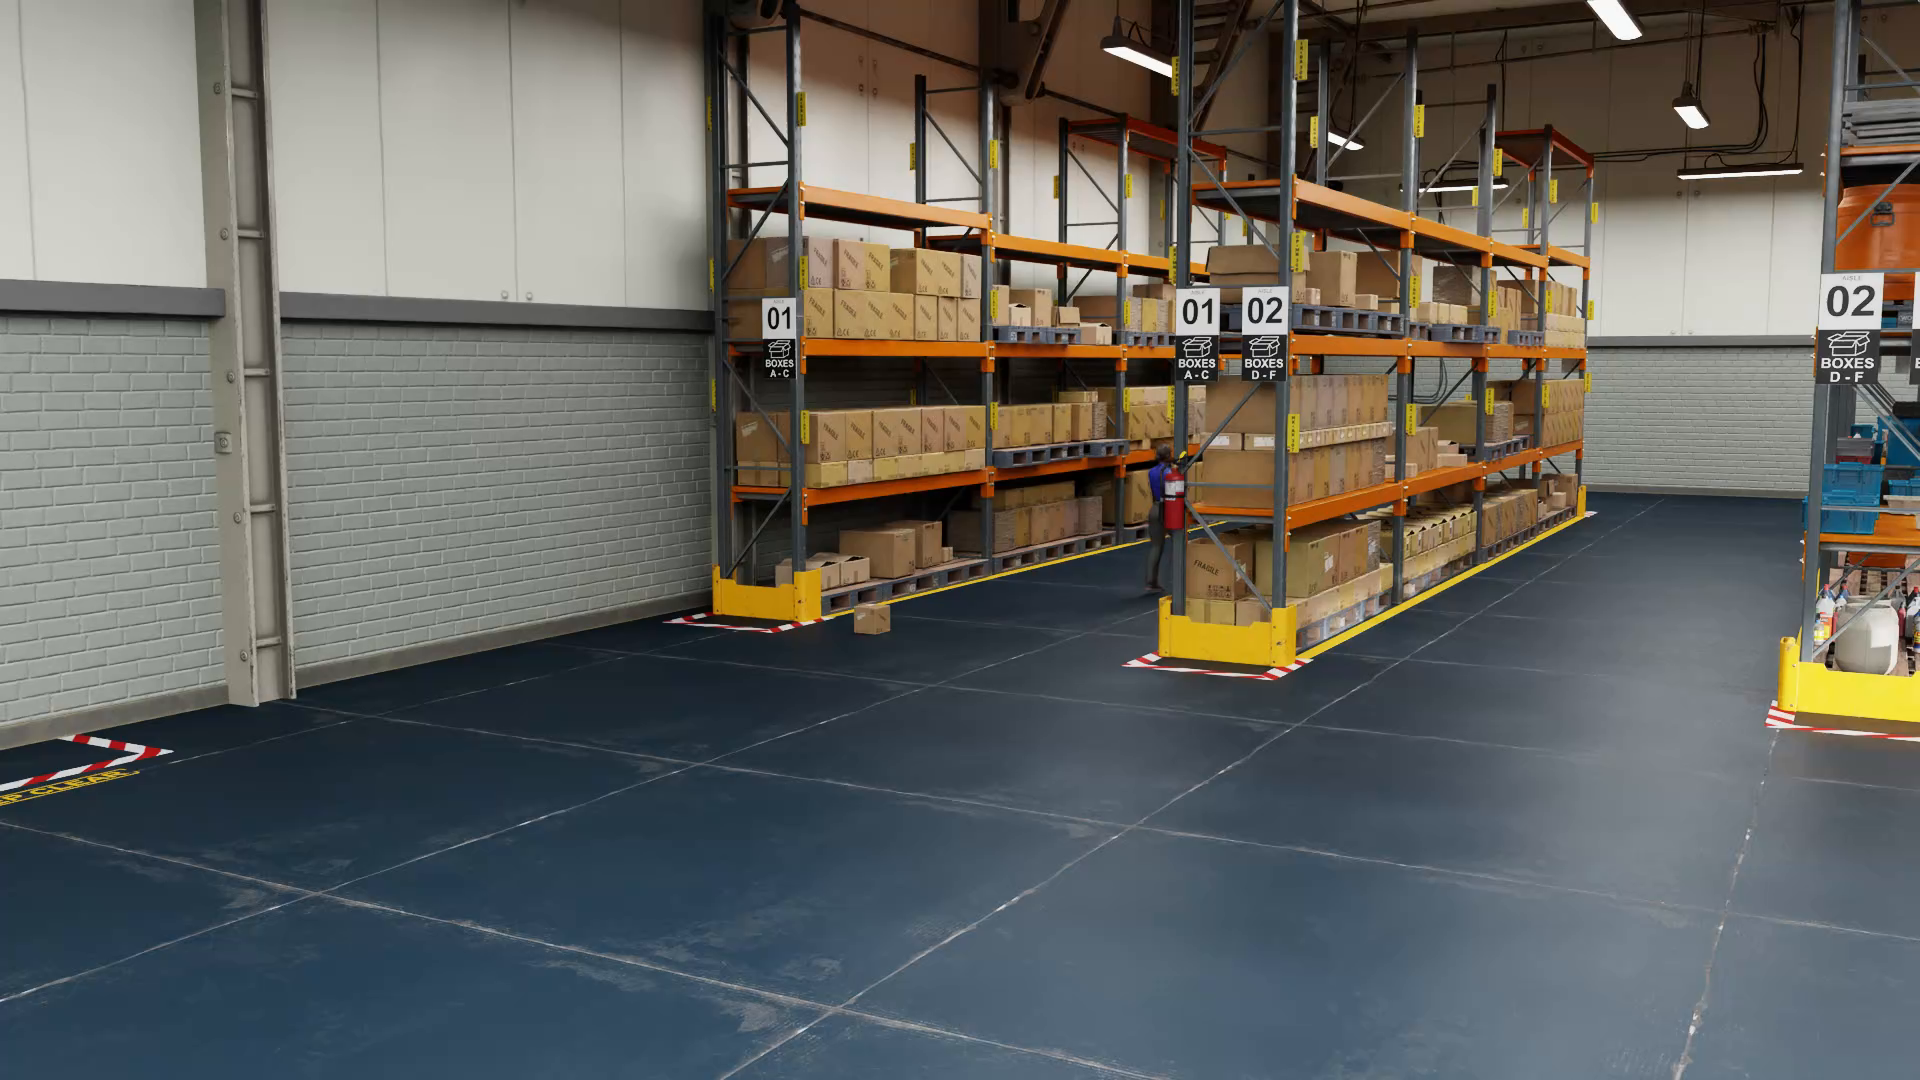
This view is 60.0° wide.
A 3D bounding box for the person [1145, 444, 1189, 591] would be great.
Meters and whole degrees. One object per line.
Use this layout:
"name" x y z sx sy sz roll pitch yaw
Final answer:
"person" 2.314 -0.213 18.571 0.590 1.722 0.460 -5 8 -38
